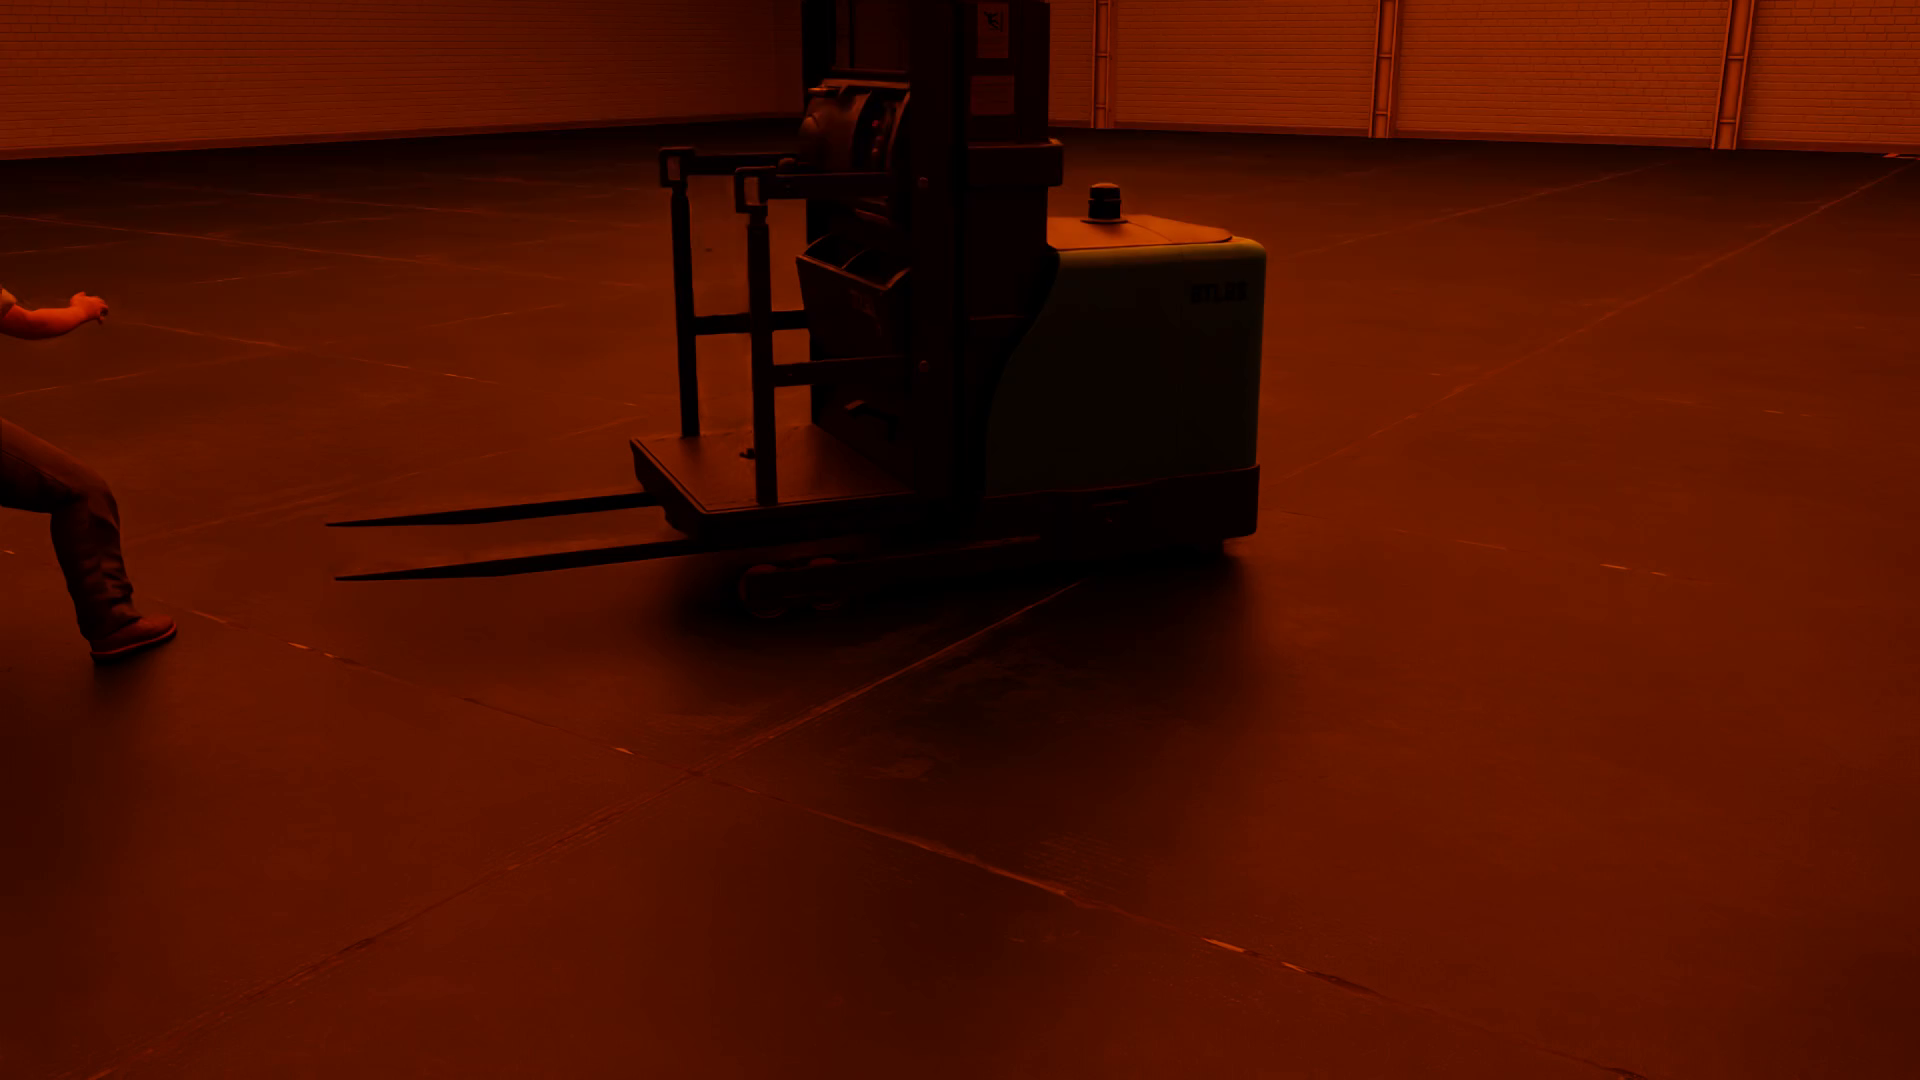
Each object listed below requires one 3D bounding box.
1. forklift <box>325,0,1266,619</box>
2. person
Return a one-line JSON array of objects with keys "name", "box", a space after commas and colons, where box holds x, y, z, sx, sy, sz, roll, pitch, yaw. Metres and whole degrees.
[{"name": "forklift", "box": [-0.531, -1.332, 5.288, 3.031, 2.935, 1.130, -7, 18, -21]}, {"name": "person", "box": [-2.875, -0.417, 4.854, 1.084, 1.425, 0.675, 11, 20, 32]}]
